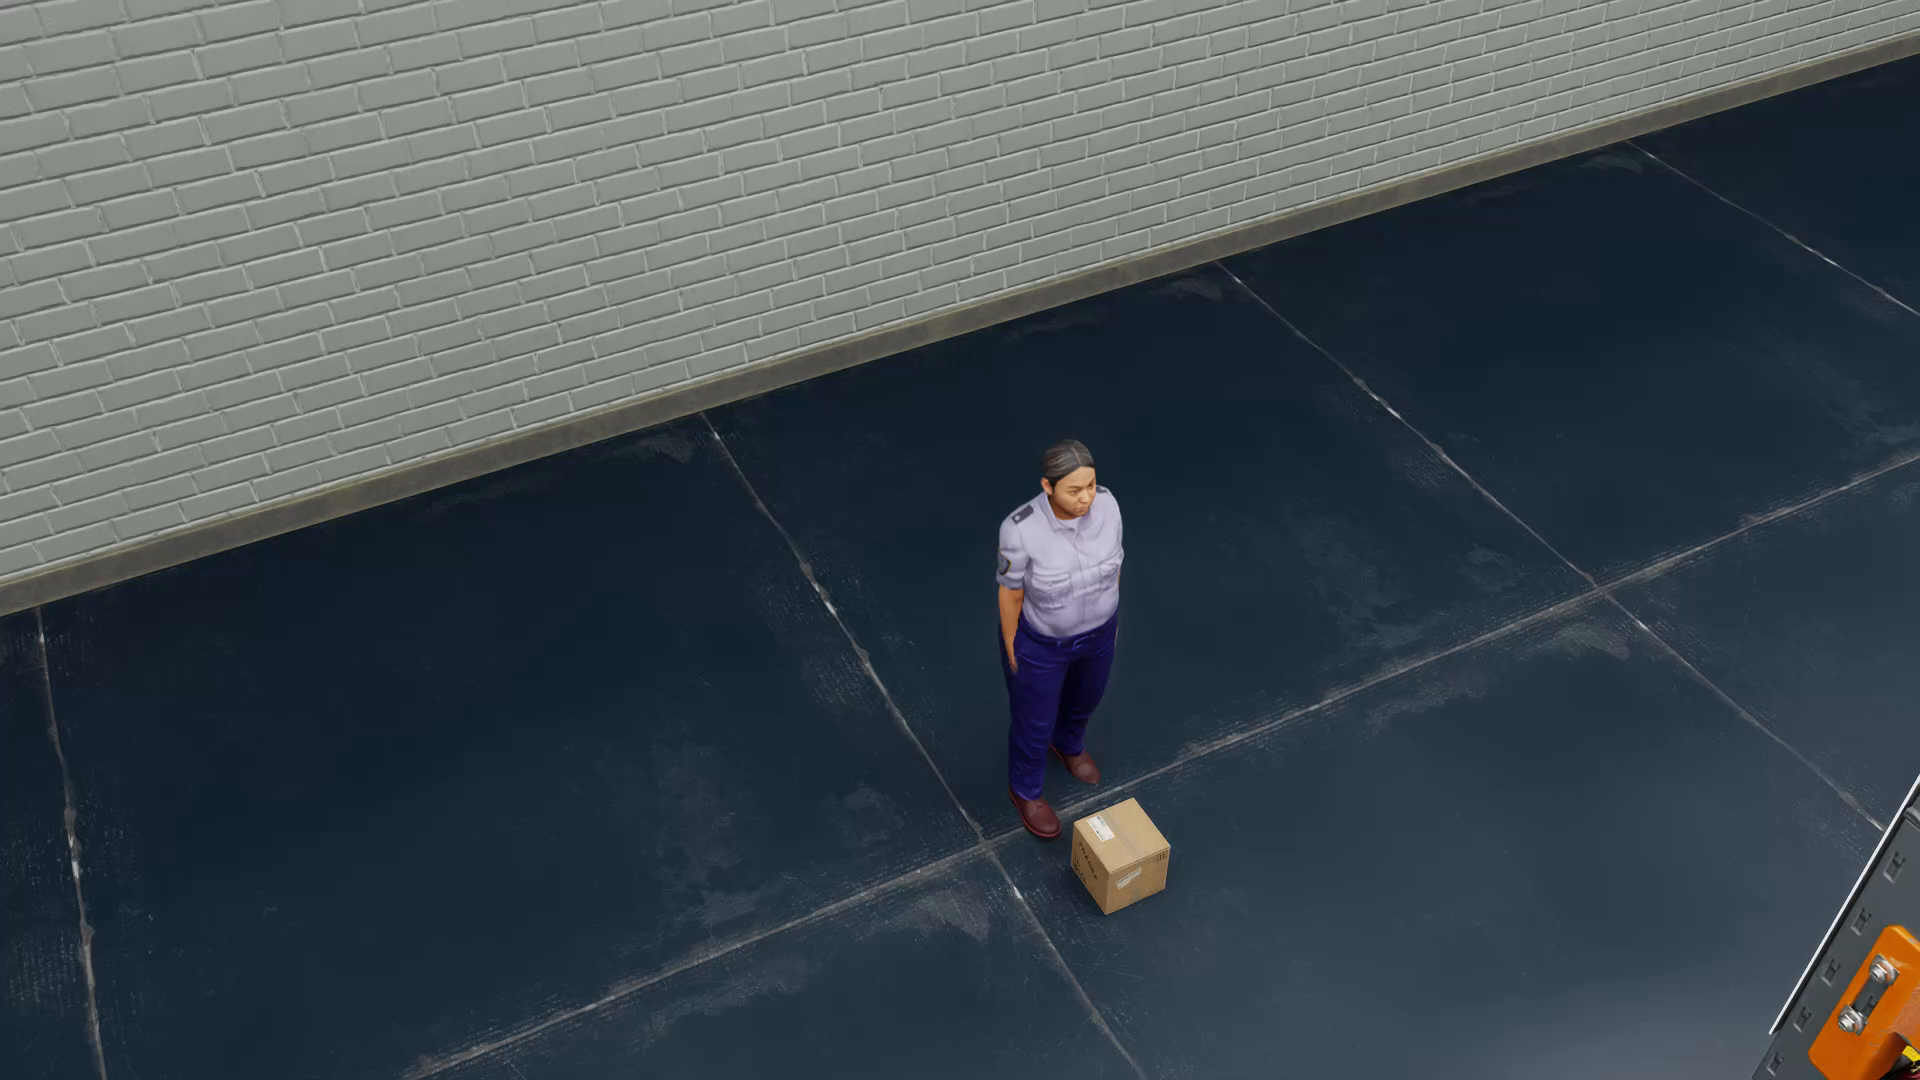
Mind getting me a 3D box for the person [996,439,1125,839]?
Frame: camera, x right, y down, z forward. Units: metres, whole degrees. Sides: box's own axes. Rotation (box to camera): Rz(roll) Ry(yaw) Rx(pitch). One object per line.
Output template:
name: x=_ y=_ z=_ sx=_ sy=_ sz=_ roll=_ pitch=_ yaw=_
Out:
person: x=0.359 y=0.348 z=5.806 sx=0.473 sy=1.682 sz=0.441 roll=-18 pitch=45 yaw=-19
